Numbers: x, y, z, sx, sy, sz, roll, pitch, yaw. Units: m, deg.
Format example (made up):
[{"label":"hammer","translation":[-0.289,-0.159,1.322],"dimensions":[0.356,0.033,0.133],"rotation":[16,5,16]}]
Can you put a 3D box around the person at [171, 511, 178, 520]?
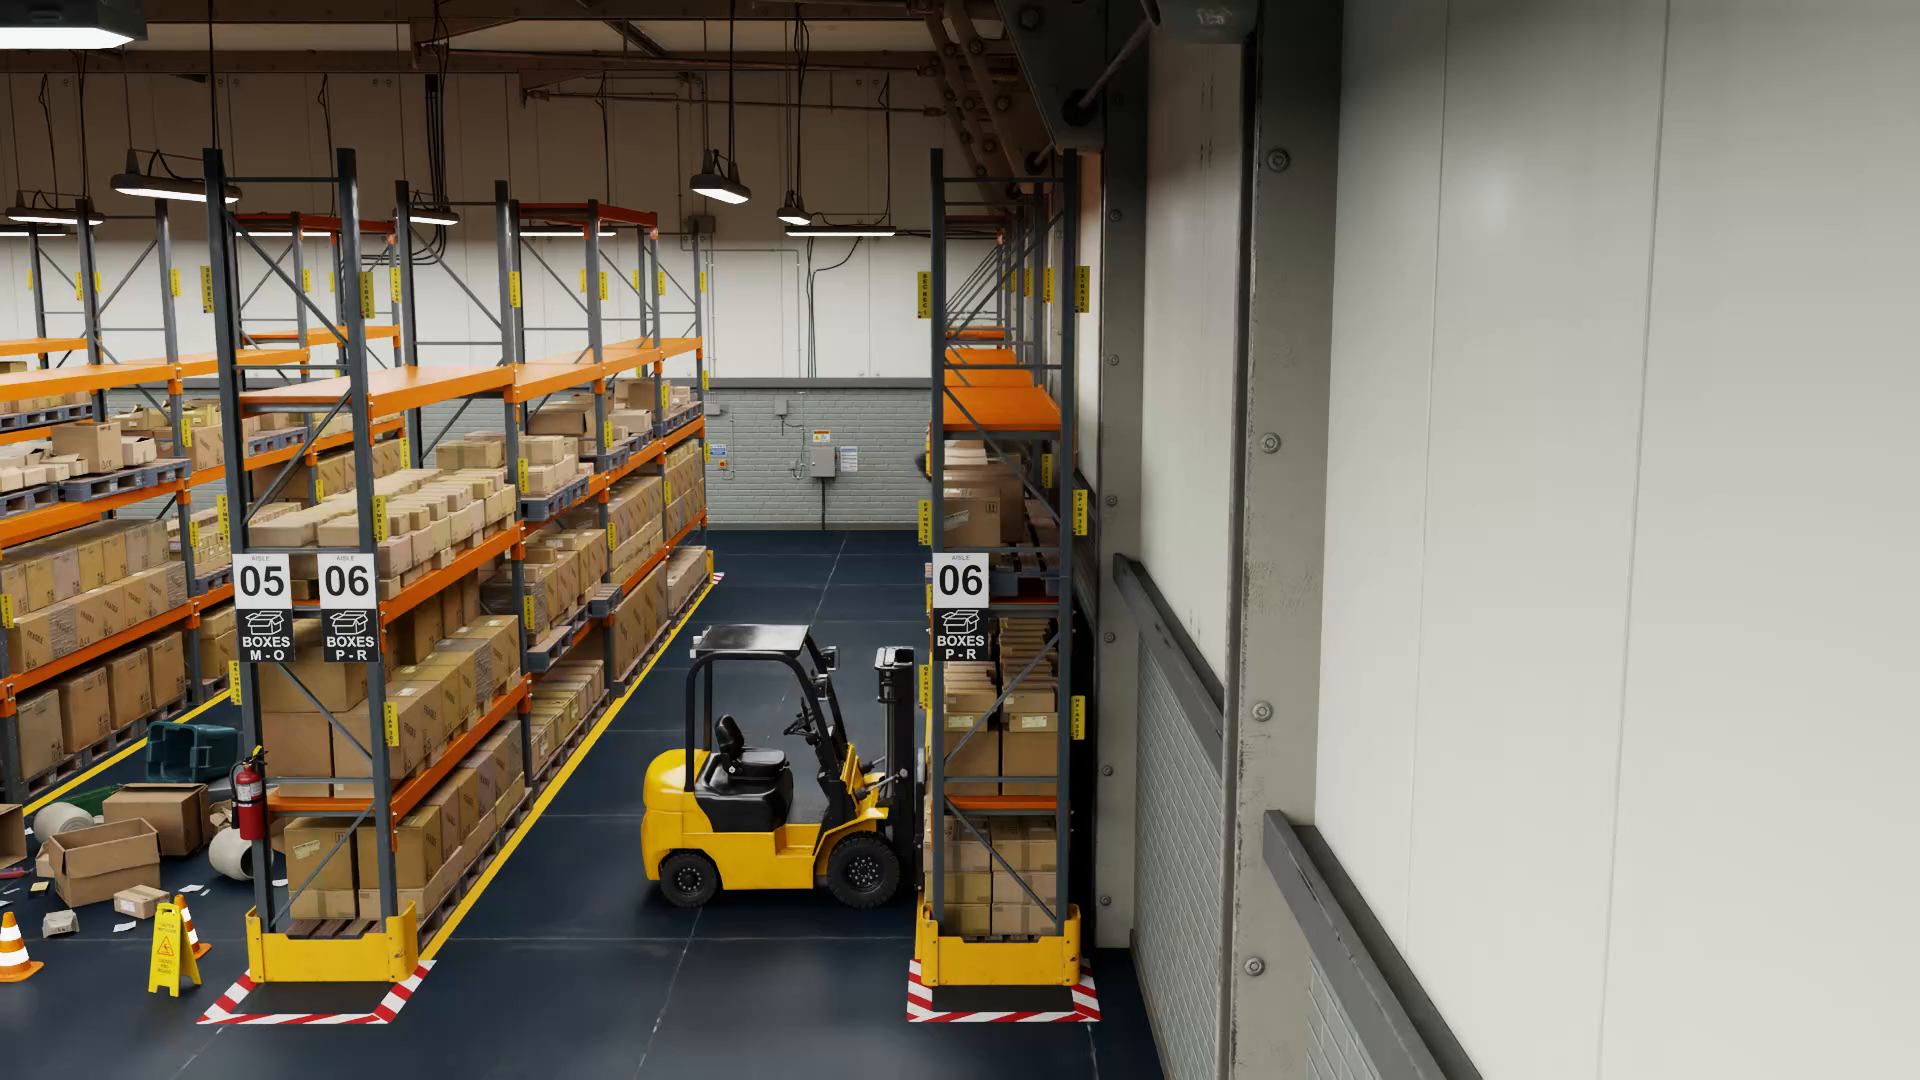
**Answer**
[{"label":"person","translation":[-11.495,0.402,24.643],"dimensions":[0.699,1.678,0.661],"rotation":[1,9,6]}]
